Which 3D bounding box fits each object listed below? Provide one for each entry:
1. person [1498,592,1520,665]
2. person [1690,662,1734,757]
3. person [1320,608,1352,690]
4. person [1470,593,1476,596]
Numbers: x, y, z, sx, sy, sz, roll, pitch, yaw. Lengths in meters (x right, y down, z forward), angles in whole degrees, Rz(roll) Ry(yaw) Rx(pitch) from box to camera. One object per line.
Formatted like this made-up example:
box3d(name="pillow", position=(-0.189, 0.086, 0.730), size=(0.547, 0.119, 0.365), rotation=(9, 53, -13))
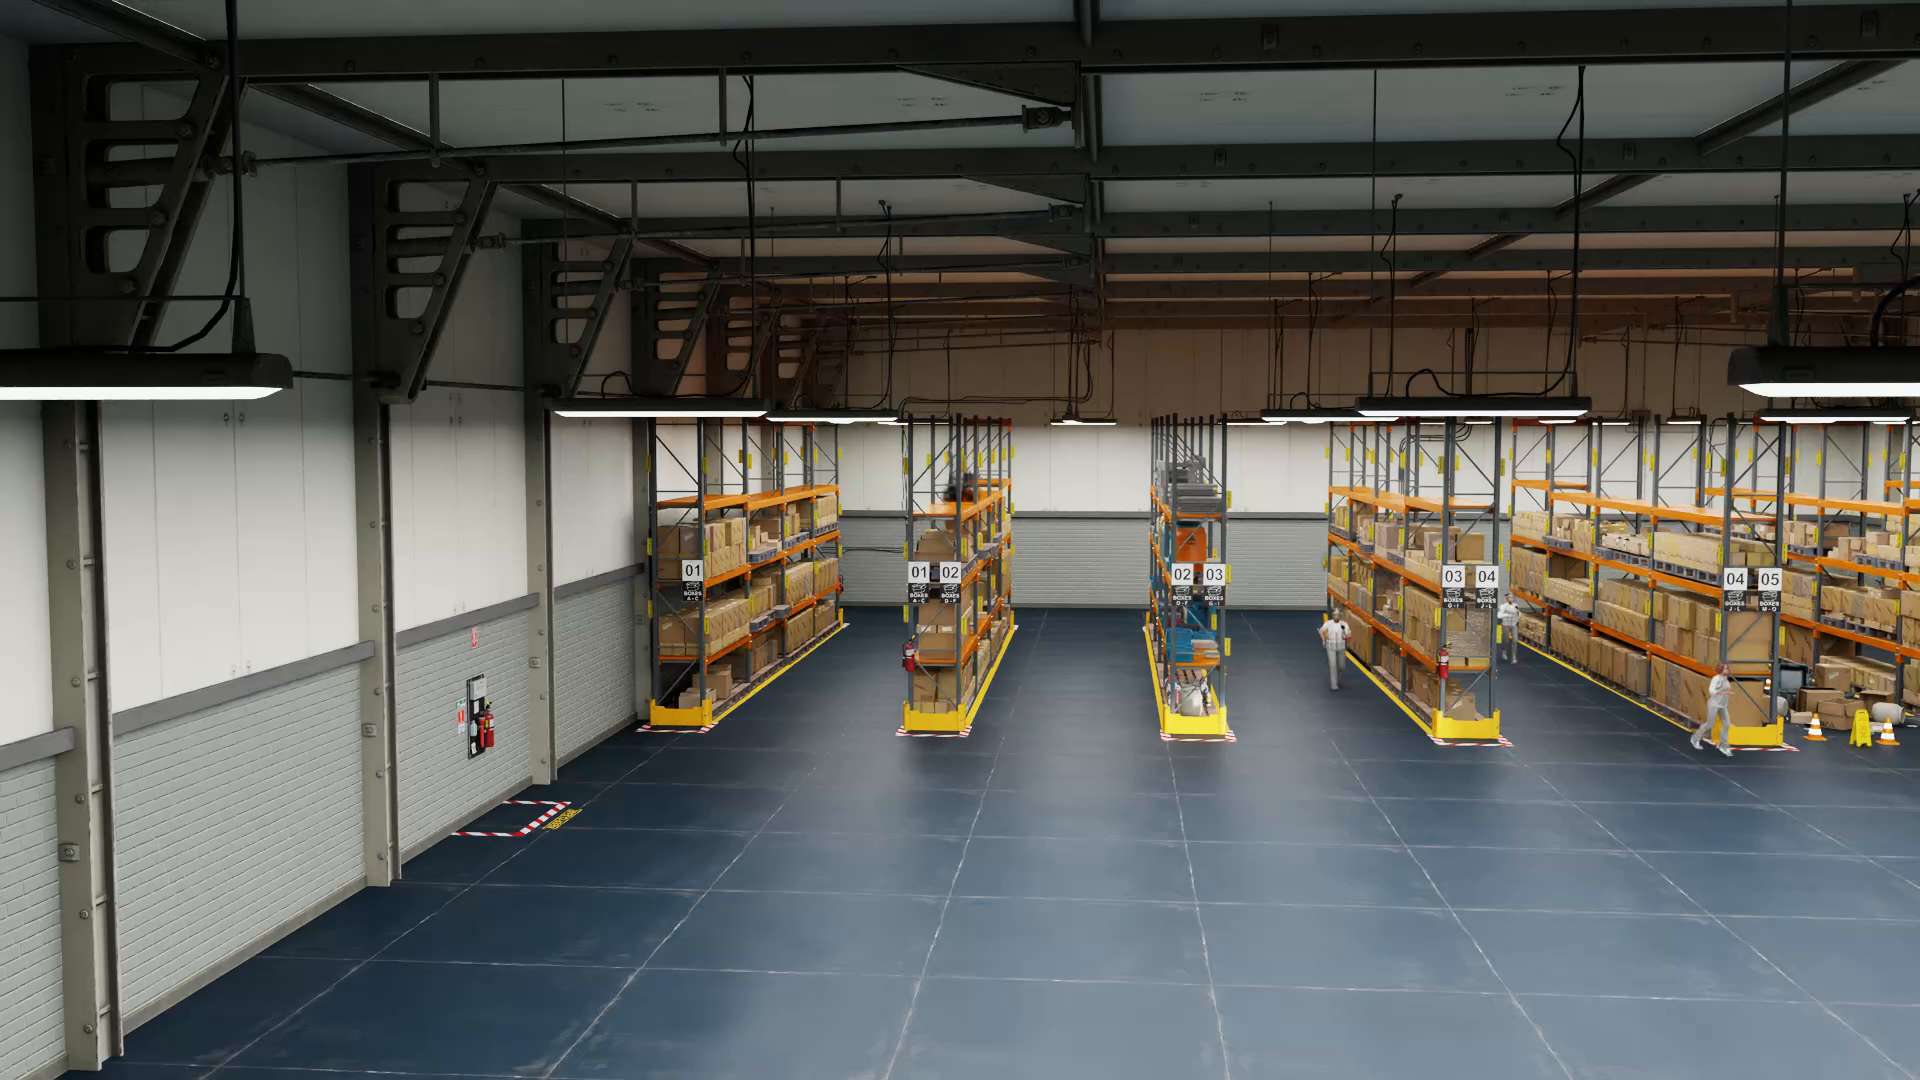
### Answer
box3d(name="person", position=(13.430, 2.131, 40.616), size=(0.600, 1.724, 0.785), rotation=(0, 4, 4))
box3d(name="person", position=(13.305, 2.953, 29.254), size=(0.544, 1.624, 0.767), rotation=(-3, 5, -33))
box3d(name="person", position=(8.278, 2.368, 36.607), size=(0.673, 1.755, 0.943), rotation=(0, 4, 5))
box3d(name="person", position=(13.877, 1.793, 45.564), size=(0.706, 1.836, 0.804), rotation=(2, 4, 27))
